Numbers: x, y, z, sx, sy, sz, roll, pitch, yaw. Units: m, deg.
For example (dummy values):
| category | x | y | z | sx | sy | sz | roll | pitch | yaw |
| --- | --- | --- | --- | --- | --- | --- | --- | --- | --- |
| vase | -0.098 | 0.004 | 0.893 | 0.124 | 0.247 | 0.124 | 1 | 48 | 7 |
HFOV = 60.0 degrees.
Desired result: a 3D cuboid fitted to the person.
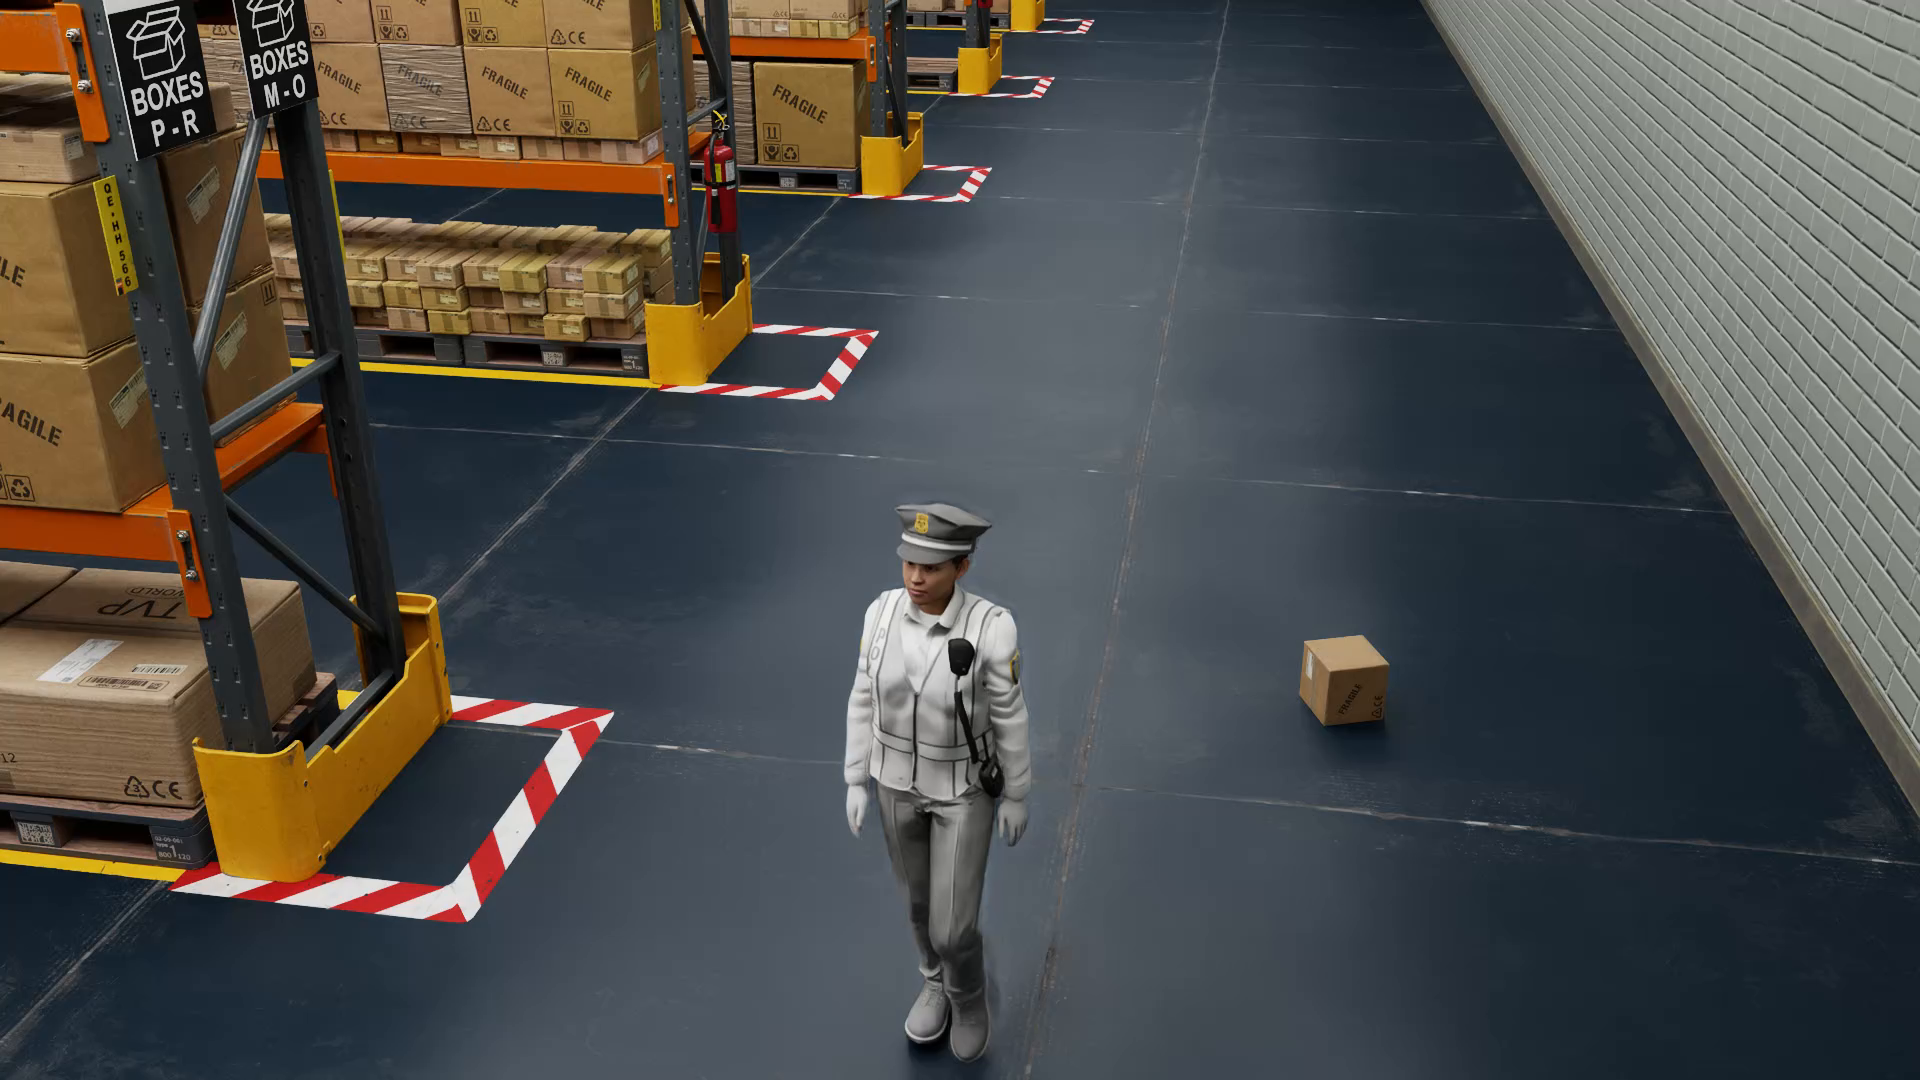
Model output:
| category | x | y | z | sx | sy | sz | roll | pitch | yaw |
| --- | --- | --- | --- | --- | --- | --- | --- | --- | --- |
| person | -0.086 | 0.701 | 4.546 | 0.518 | 1.718 | 0.441 | 10 | 27 | 21 |
